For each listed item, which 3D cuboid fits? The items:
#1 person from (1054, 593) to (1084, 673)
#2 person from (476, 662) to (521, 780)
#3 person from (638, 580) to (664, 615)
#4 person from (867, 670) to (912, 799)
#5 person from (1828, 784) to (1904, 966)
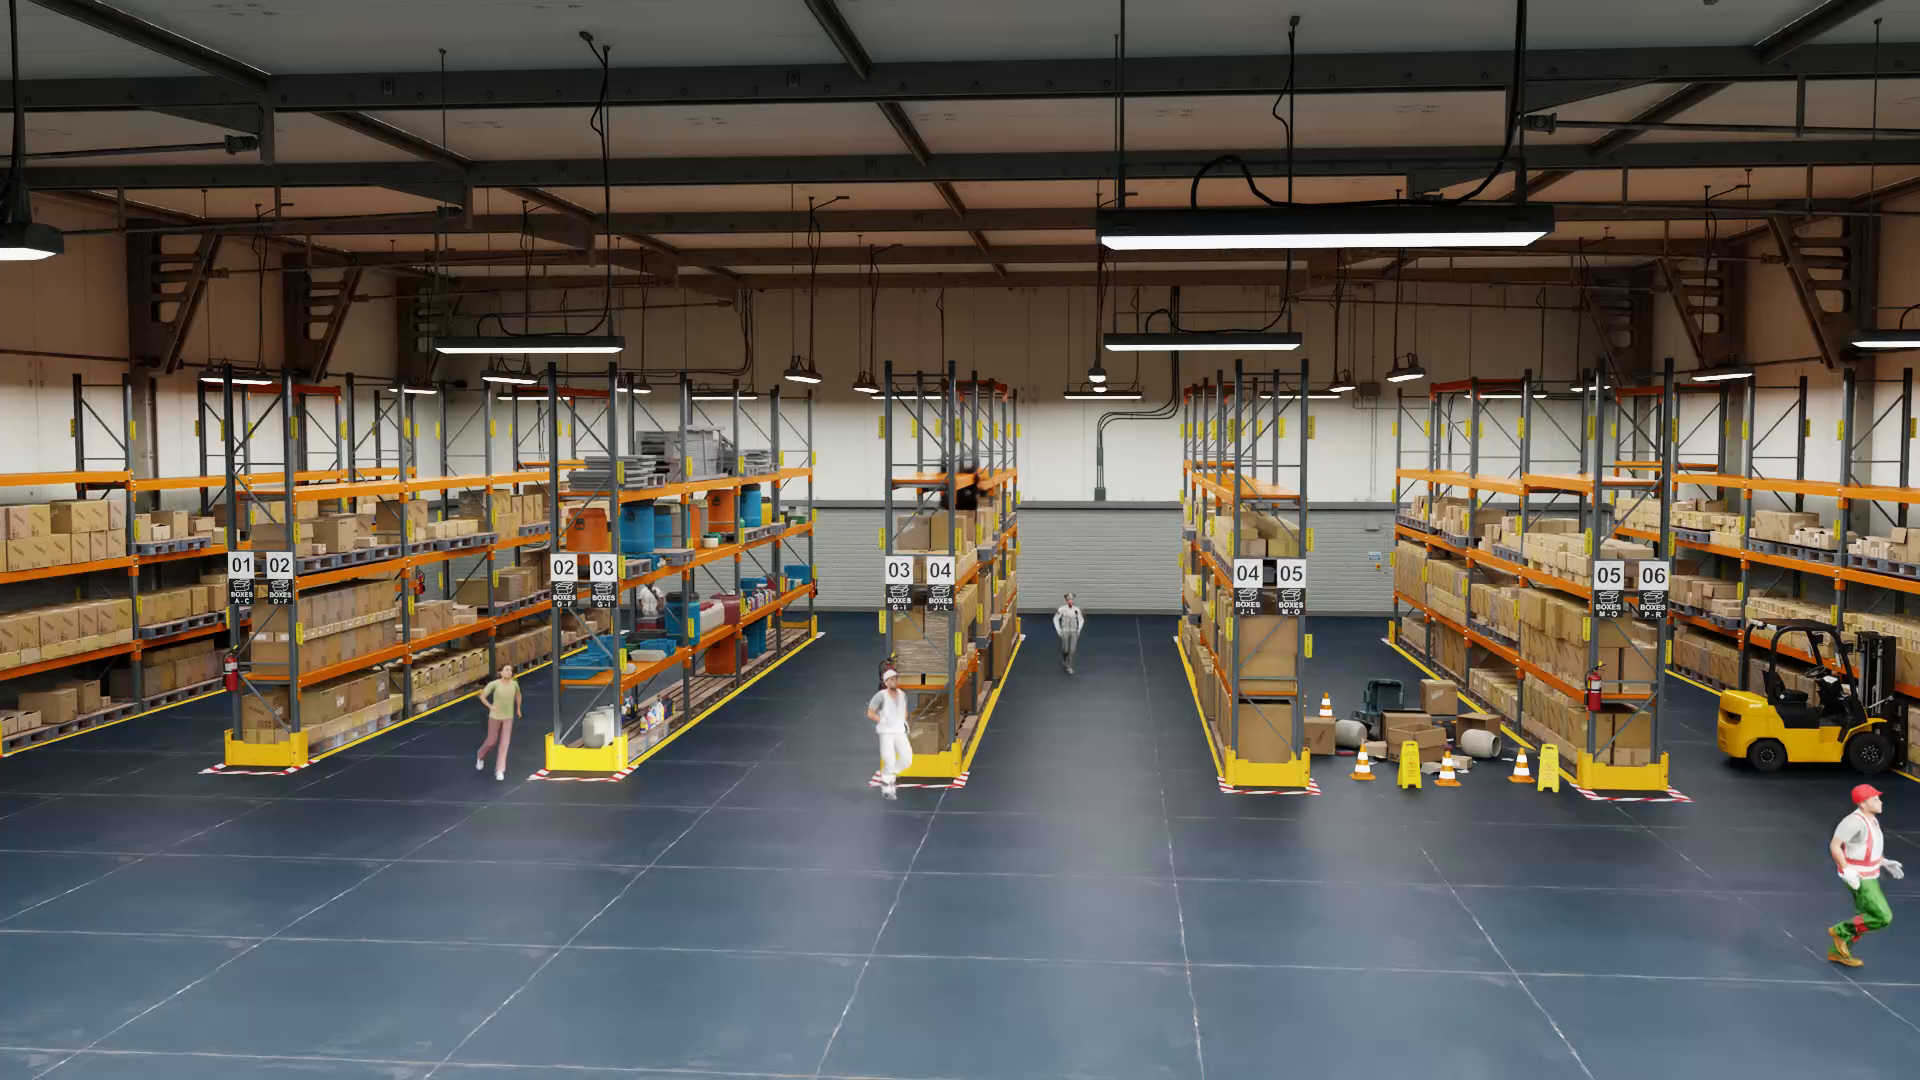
[{"bbox_3d":[2.264,1.914,34.483,0.636,1.664,0.507,0,4,-2],"label":"person"},{"bbox_3d":[-6.618,2.587,24.099,0.634,1.630,0.933,-2,4,-31],"label":"person"},{"bbox_3d":[-7.178,1.642,38.543,0.598,1.657,0.539,0,4,-5],"label":"person"},{"bbox_3d":[-0.910,2.645,22.594,0.684,1.752,0.584,-2,4,-32],"label":"person"},{"bbox_3d":[8.410,3.126,15.457,0.590,1.719,0.608,4,5,45],"label":"person"}]
